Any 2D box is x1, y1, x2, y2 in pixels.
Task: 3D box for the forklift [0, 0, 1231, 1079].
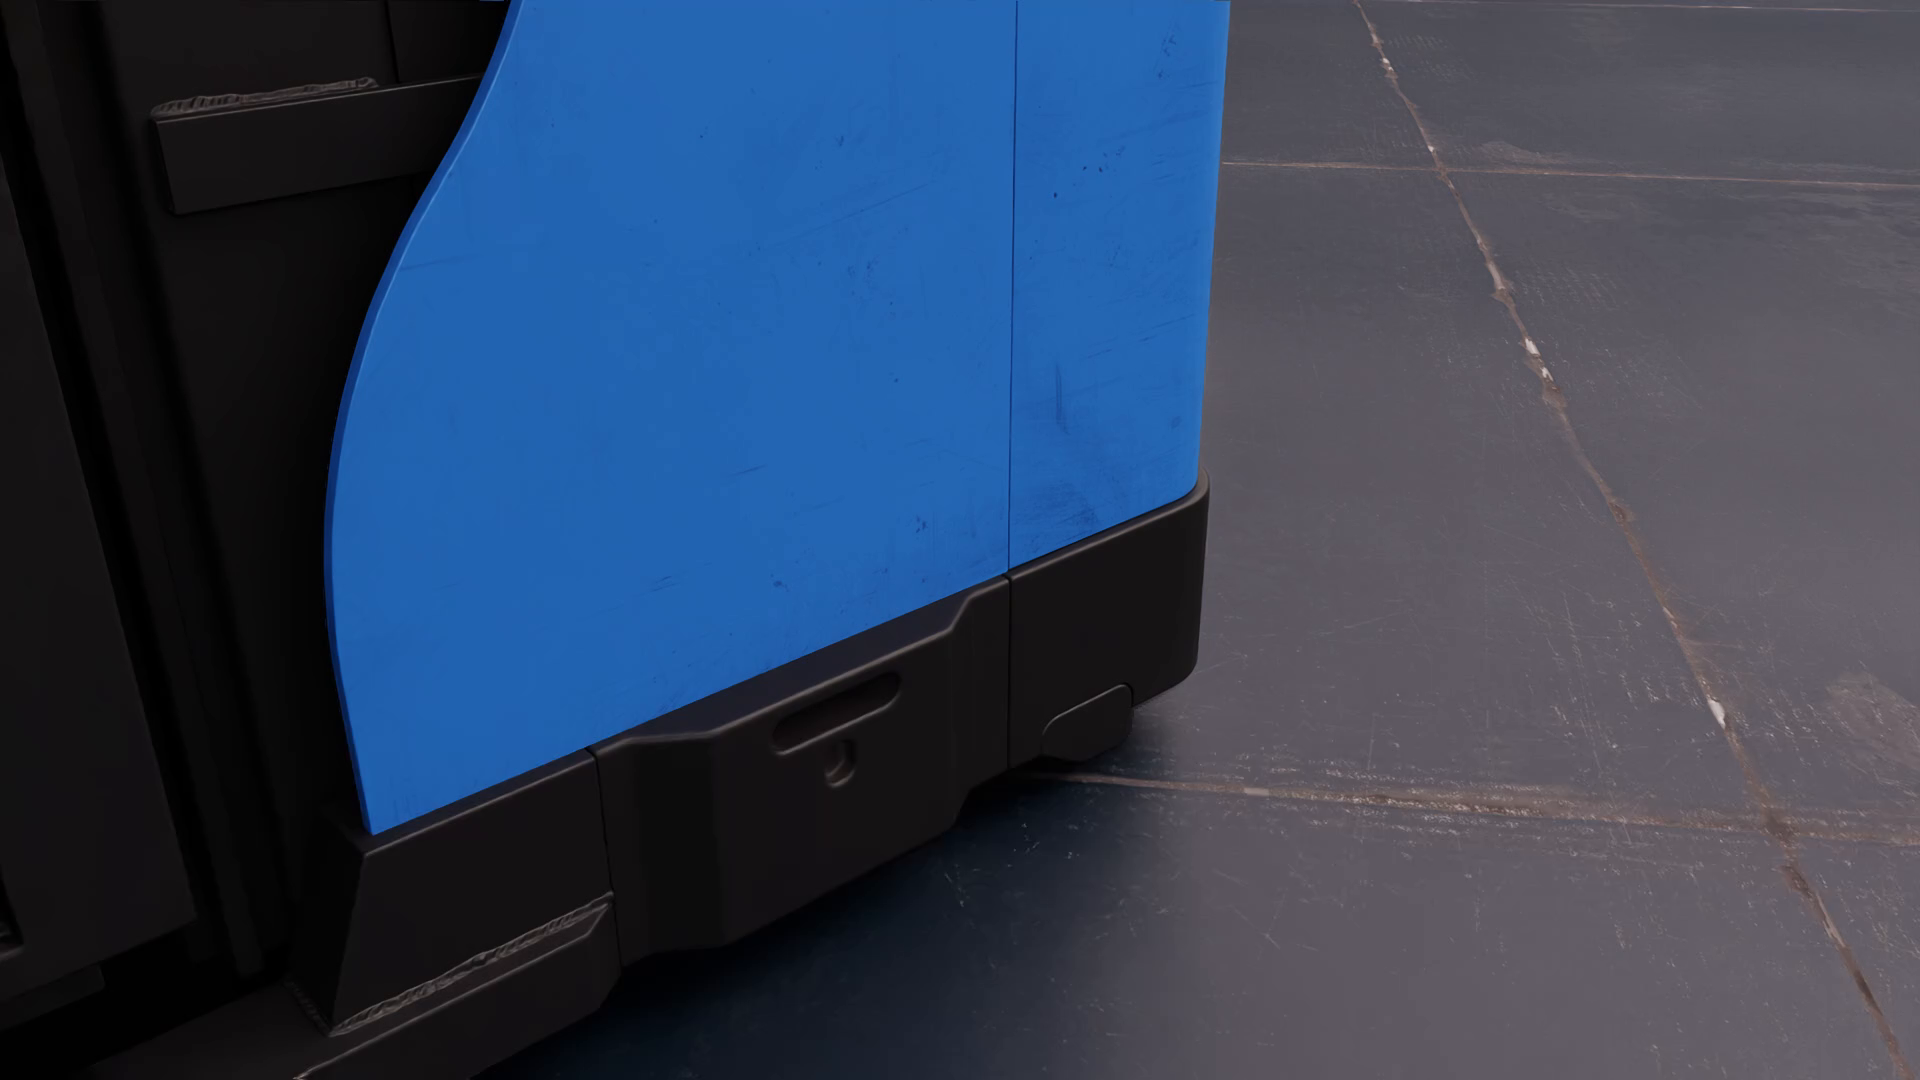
[{"bbox_3d":[-1.147,-0.834,0.888,3.031,2.935,1.130,-21,34,-36],"label":"forklift"}]
